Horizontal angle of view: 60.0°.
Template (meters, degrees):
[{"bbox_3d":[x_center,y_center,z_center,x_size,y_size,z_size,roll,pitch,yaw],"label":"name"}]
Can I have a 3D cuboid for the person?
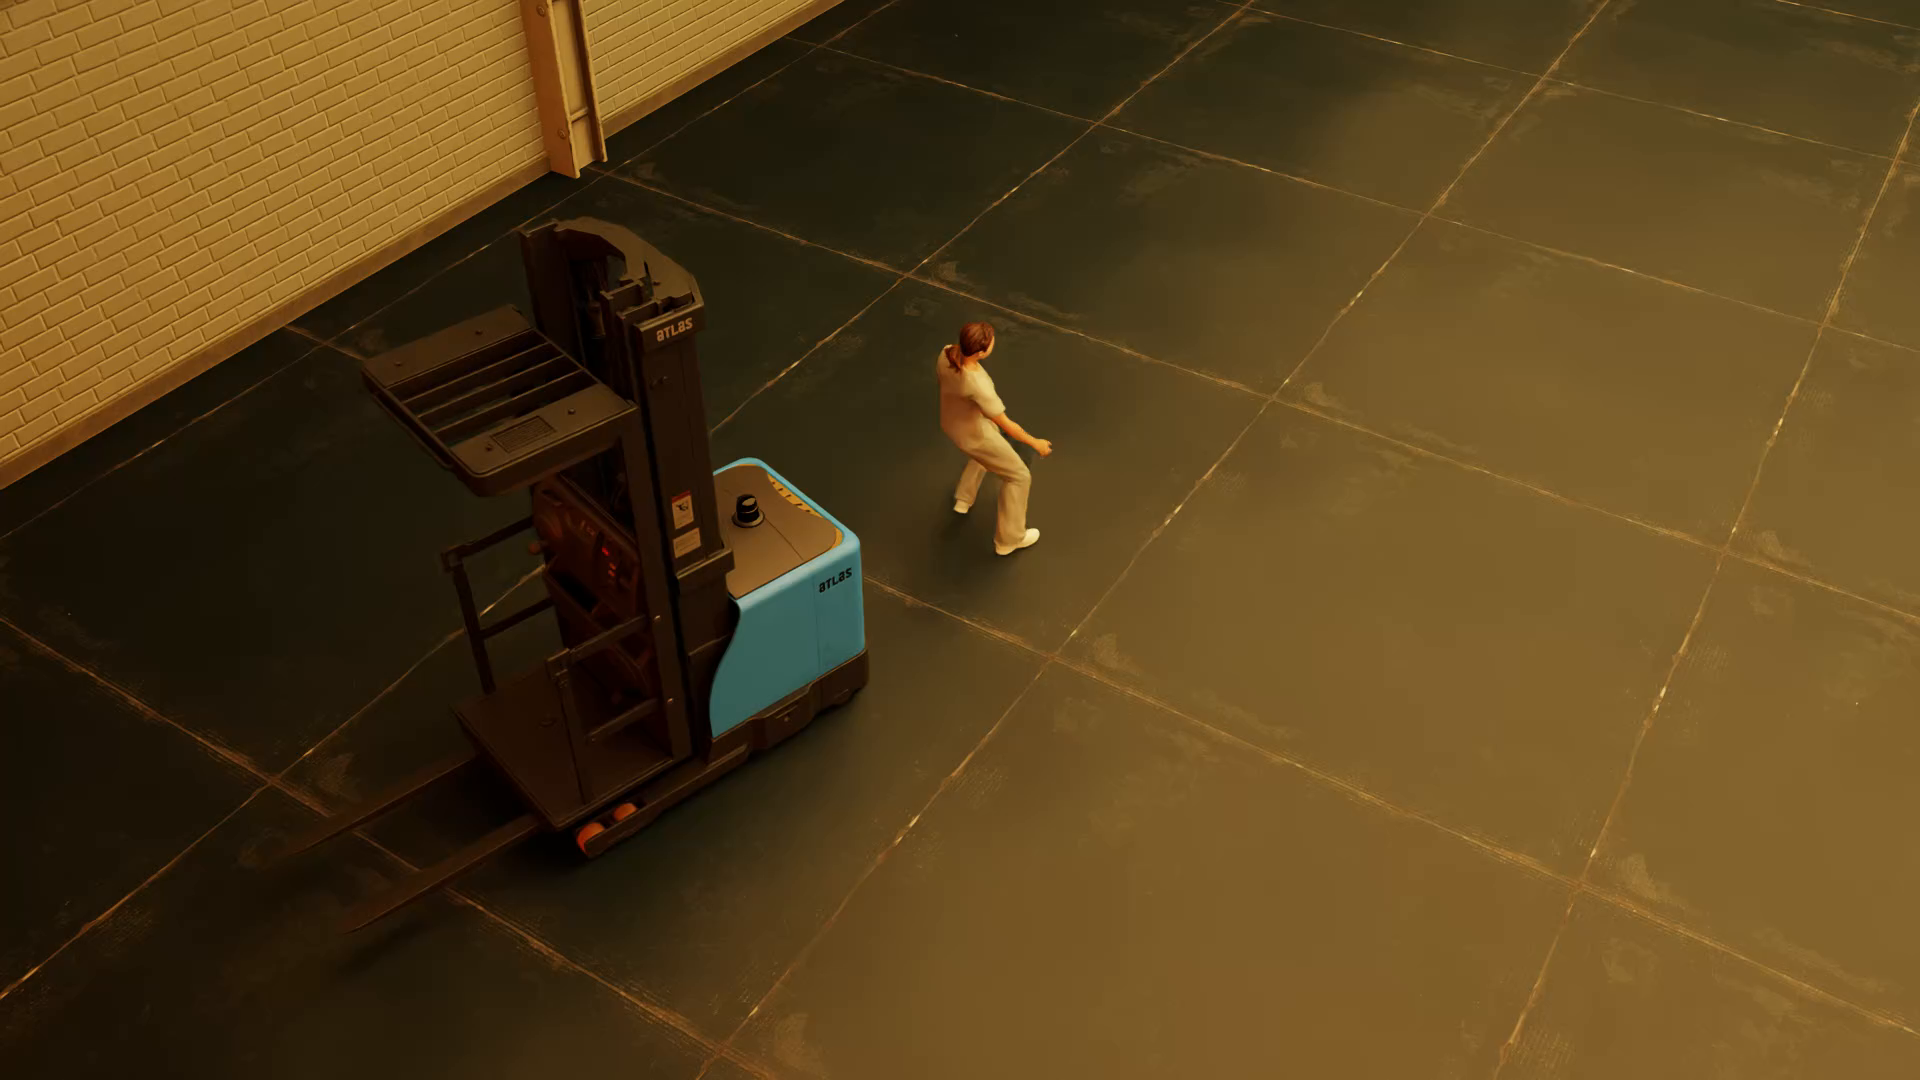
[{"bbox_3d":[0.139,-0.664,9.817,0.524,1.550,0.749,-22,45,-24],"label":"person"}]

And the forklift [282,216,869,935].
[{"bbox_3d":[-1.947,0.082,7.871,3.031,2.935,1.130,-29,48,-30],"label":"forklift"}]
